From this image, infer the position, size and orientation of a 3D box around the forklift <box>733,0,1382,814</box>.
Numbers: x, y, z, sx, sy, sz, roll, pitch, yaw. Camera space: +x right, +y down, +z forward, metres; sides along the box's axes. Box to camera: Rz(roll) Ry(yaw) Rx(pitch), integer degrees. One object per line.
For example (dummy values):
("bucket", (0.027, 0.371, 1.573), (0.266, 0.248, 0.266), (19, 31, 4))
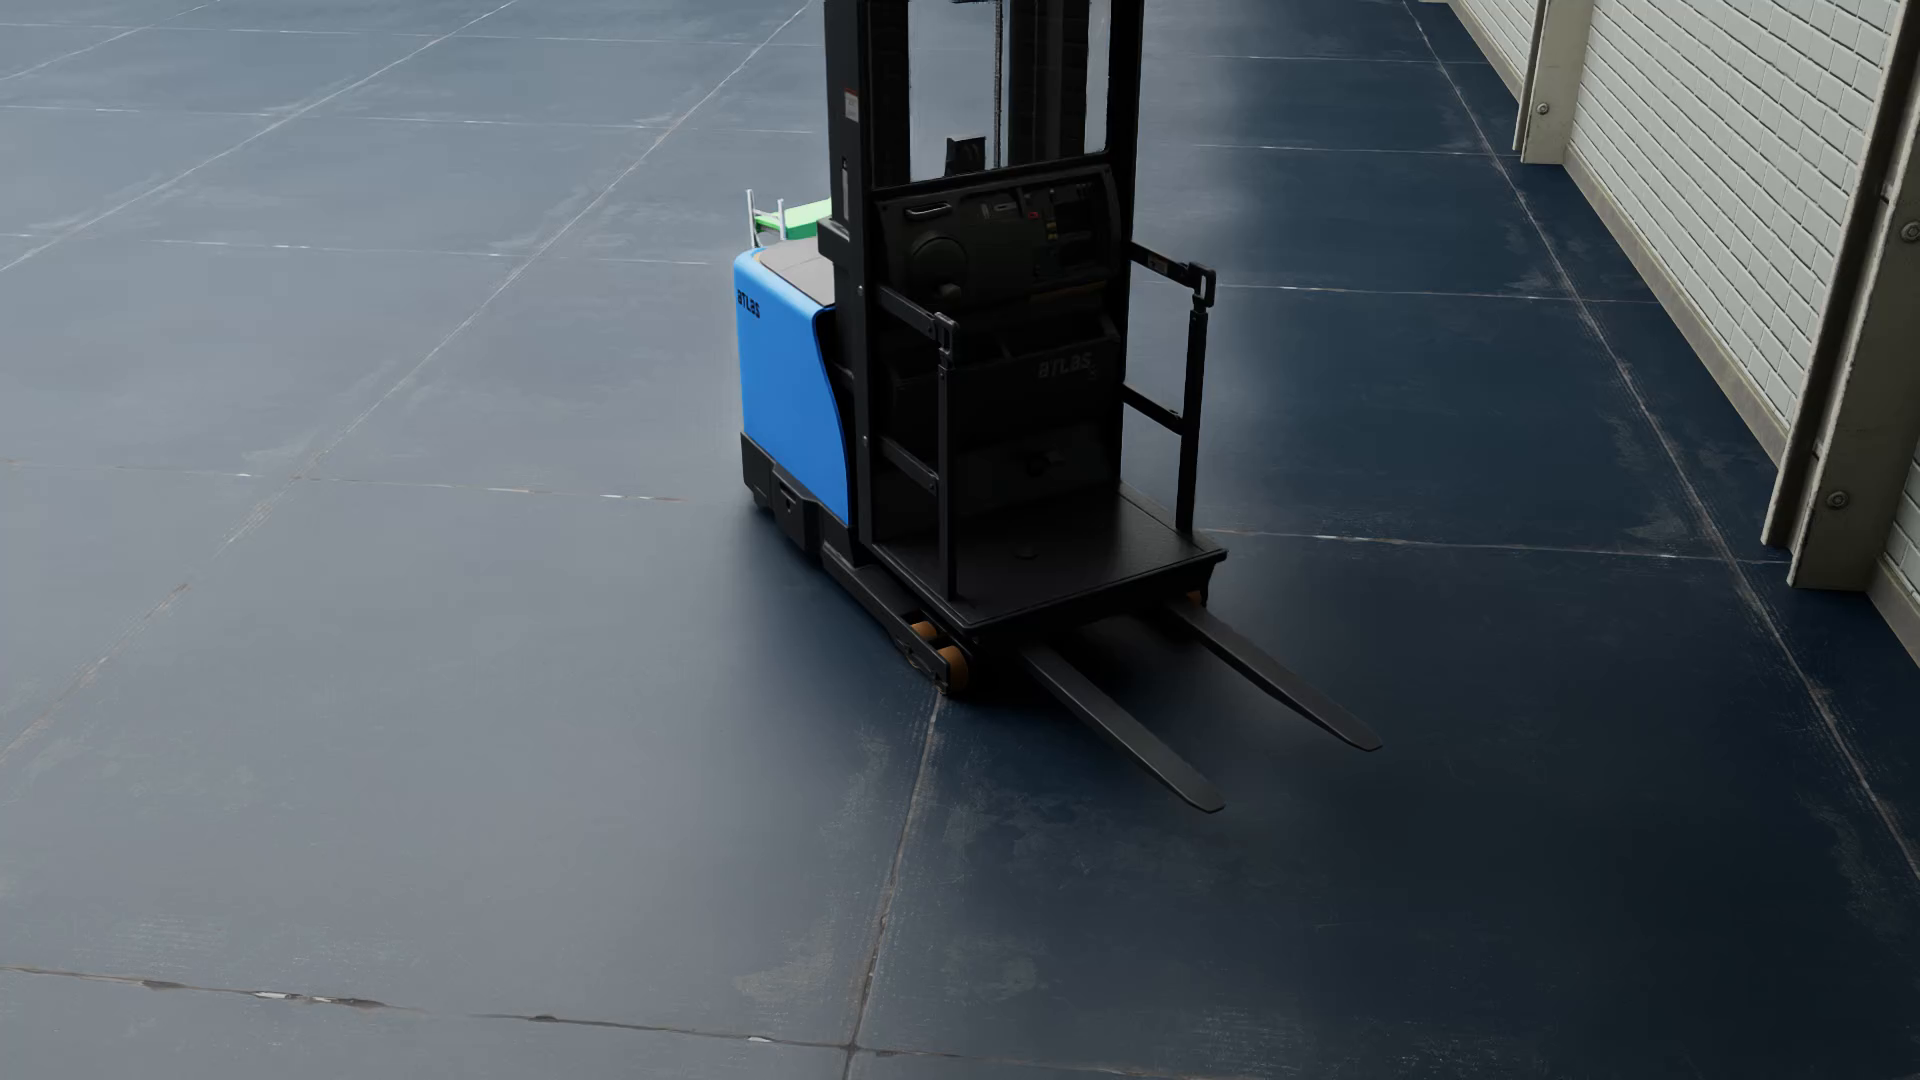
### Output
("forklift", (0.254, -1.005, 5.525), (1.130, 2.935, 3.031), (-15, 32, -26))

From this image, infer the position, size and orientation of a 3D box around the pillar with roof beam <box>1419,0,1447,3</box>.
("pillar with roof beam", (0.579, -9.764, 15.386), (9.100, 9.000, 0.400), (3, 28, 6))

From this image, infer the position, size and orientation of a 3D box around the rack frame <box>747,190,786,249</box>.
("rack frame", (-0.784, -0.883, 7.112), (0.015, 1.200, 0.240), (-23, 33, -36))

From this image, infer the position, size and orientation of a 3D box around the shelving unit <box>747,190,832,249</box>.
("shelving unit", (-0.601, -0.960, 7.254), (0.503, 1.200, 0.258), (-23, 33, -36))

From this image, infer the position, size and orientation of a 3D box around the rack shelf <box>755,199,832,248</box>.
("rack shelf", (-0.613, -1.332, 7.069), (0.480, 0.148, 0.258), (-23, 33, -36))

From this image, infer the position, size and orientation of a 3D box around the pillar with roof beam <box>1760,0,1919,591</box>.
("pillar with roof beam", (-0.891, -4.115, 4.901), (9.100, 9.000, 0.400), (3, 28, 6))

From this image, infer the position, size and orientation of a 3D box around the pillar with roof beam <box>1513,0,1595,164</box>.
("pillar with roof beam", (-0.156, -6.940, 10.143), (9.100, 9.000, 0.400), (3, 28, 6))
